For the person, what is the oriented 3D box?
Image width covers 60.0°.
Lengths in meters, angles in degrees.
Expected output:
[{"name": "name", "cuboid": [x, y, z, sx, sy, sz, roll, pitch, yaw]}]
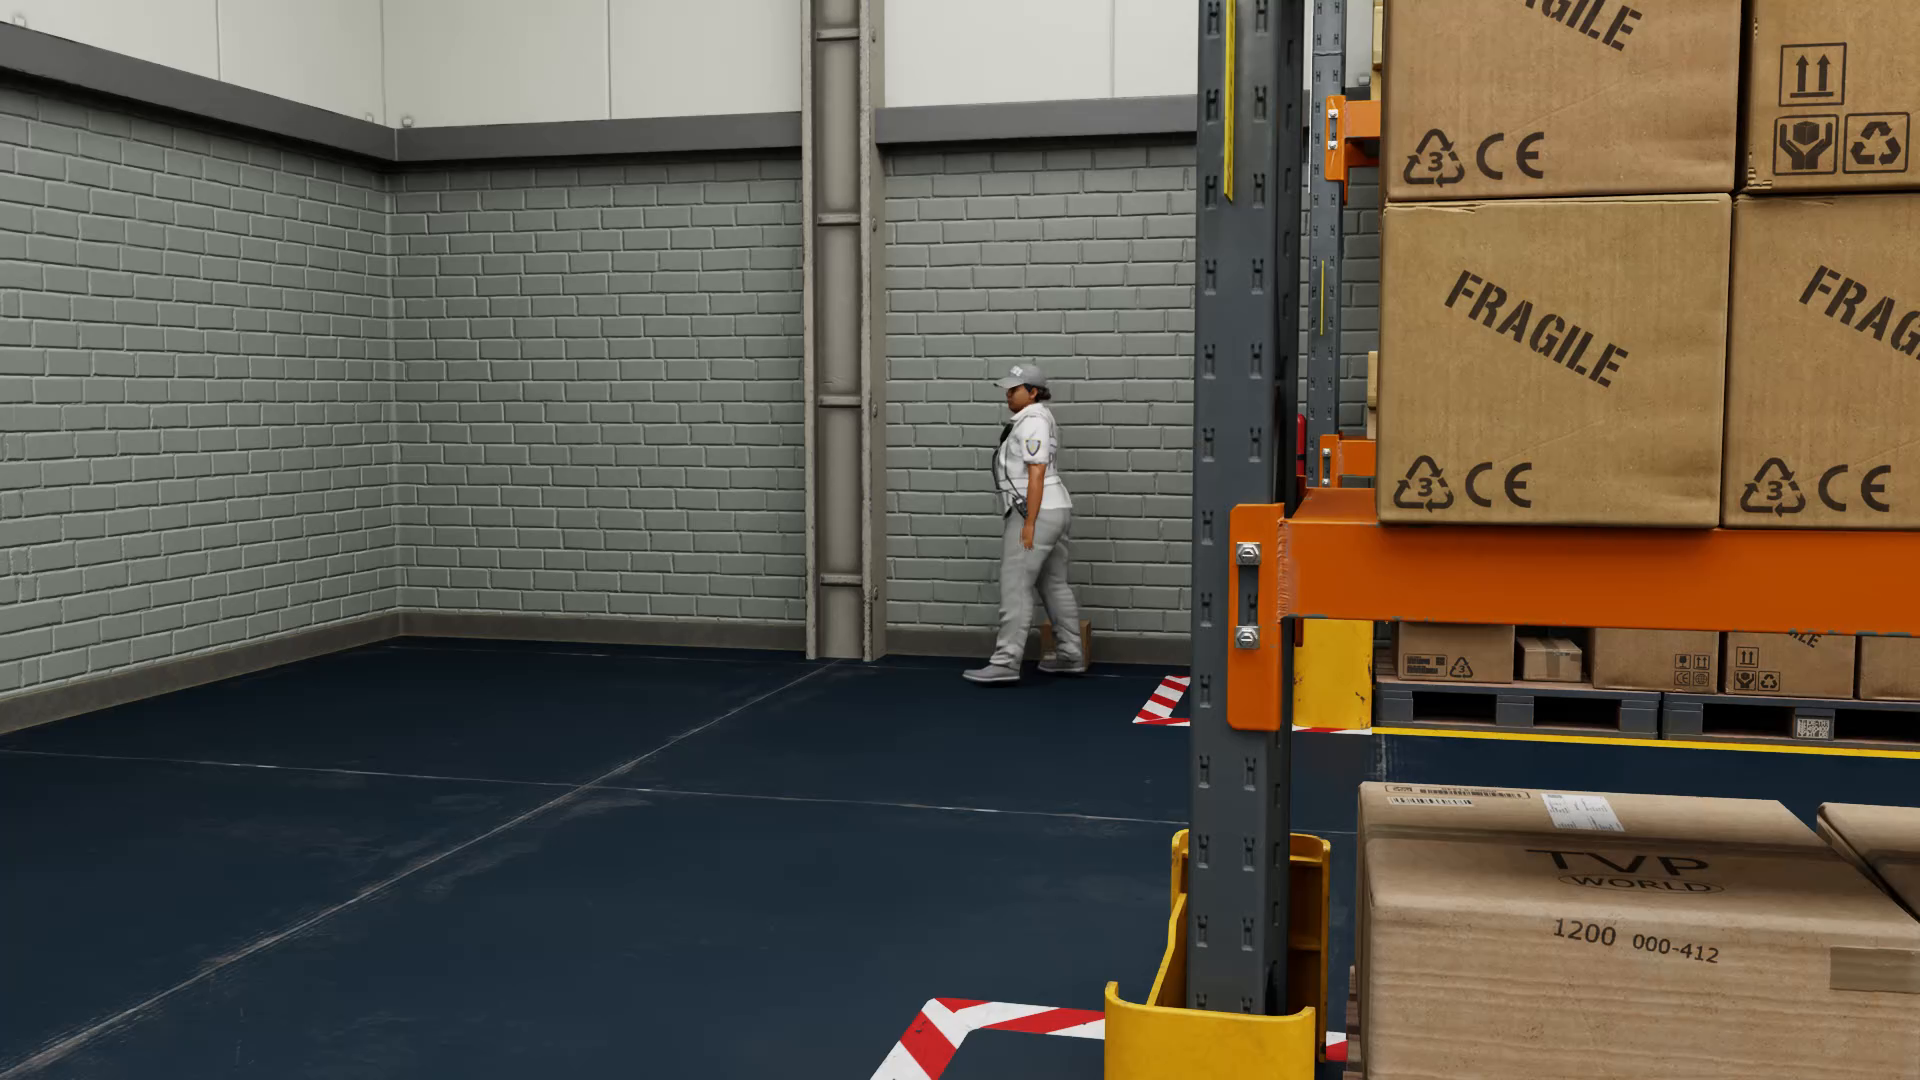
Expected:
[{"name": "person", "cuboid": [0.349, -0.097, 8.708, 0.593, 1.653, 0.600, 1, 5, 11]}]
